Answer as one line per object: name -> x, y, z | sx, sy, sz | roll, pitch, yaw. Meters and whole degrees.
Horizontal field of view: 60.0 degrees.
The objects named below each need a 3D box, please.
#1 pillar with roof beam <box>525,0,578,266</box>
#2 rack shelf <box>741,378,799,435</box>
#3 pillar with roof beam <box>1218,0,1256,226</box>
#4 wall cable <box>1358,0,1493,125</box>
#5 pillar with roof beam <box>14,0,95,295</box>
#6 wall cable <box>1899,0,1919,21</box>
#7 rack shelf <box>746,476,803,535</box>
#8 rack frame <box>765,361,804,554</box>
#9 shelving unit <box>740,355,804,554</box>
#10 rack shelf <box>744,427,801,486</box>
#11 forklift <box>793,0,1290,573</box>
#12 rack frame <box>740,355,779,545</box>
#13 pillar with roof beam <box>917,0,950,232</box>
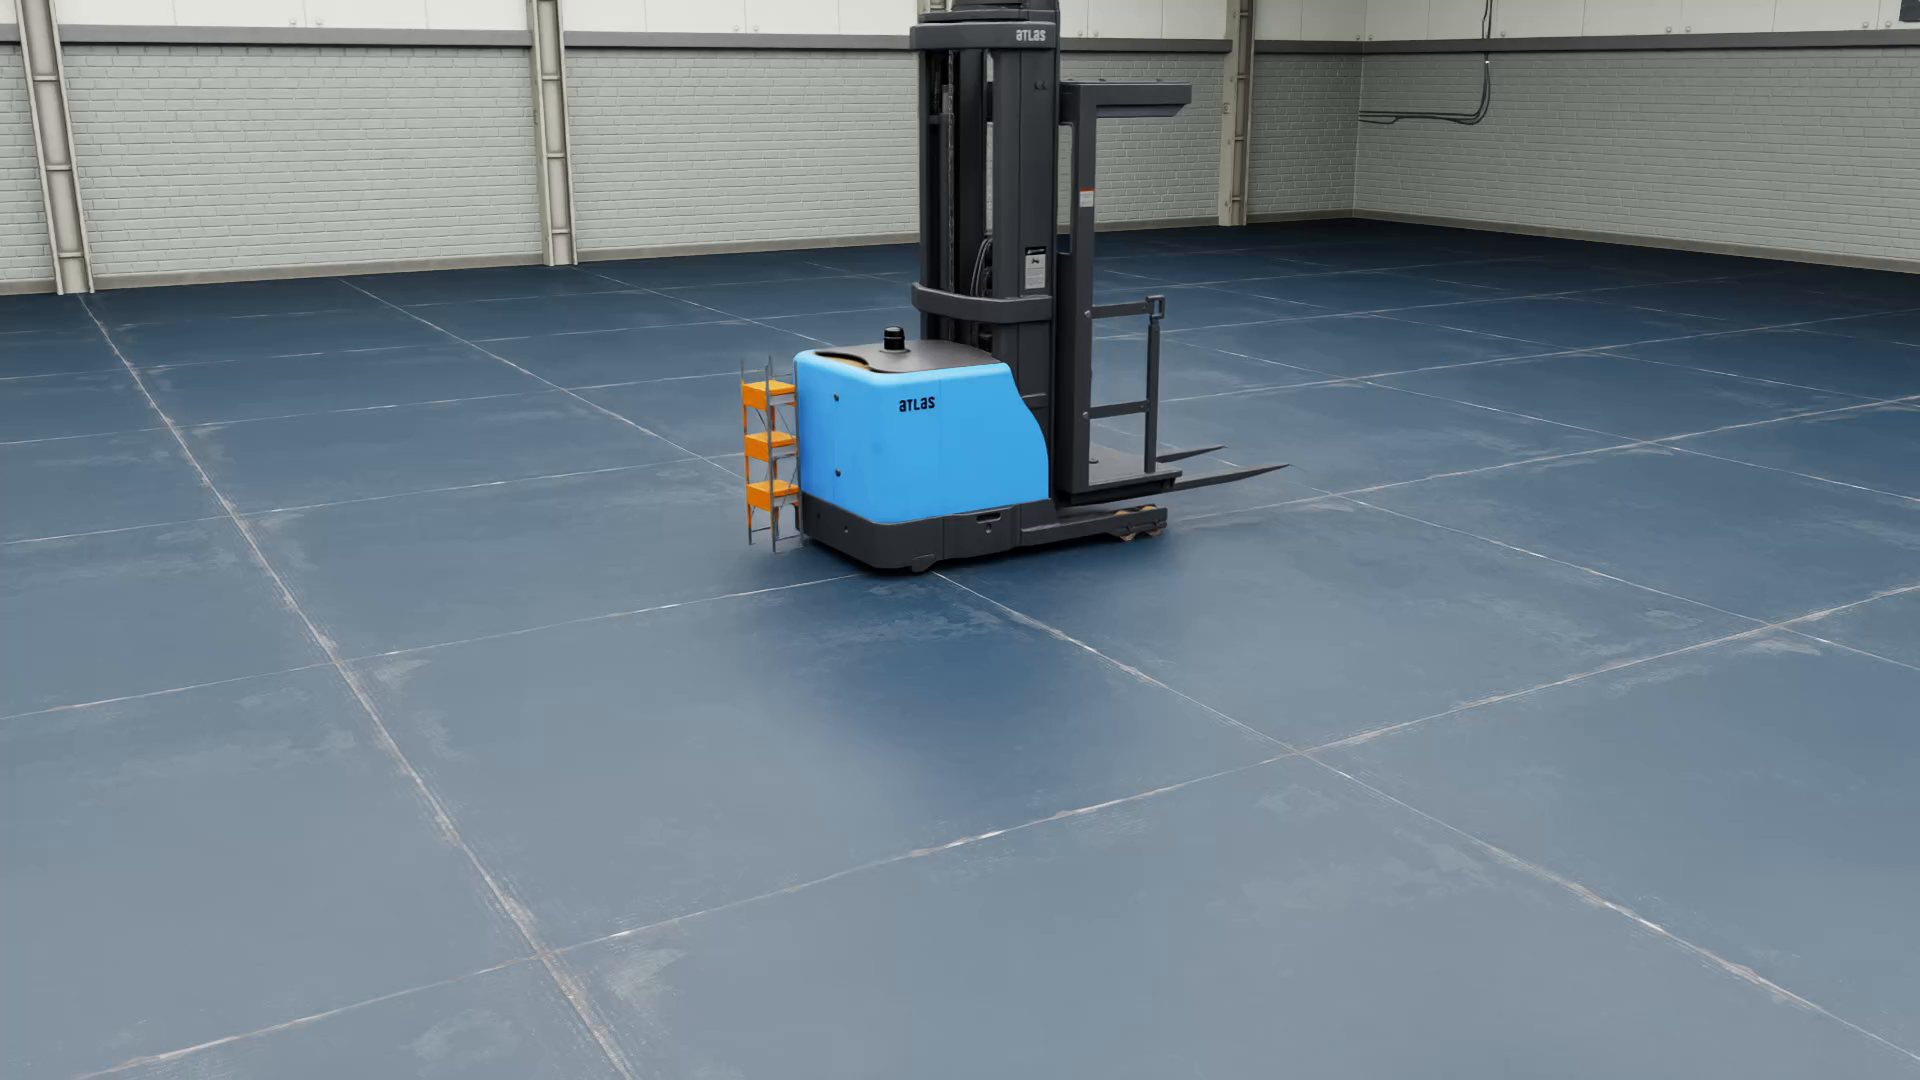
pillar with roof beam -> -3.325, -7.166, 18.301 | 0.400, 9.000, 9.100 | -9, 18, -30
rack shelf -> -1.033, -0.733, 9.062 | 0.215, 0.259, 0.240 | -13, 20, -37
pillar with roof beam -> 6.961, -8.834, 24.251 | 0.400, 9.000, 9.100 | -9, 18, -30
wall cable -> 7.950, -8.438, 28.593 | 0.112, 2.526, 3.097 | -9, 18, -30
pillar with roof beam -> -8.469, -6.332, 15.325 | 0.400, 9.000, 9.100 | -9, 18, -30
wall cable -> 12.826, -9.372, 19.871 | 0.169, 6.003, 2.305 | -9, 18, -30
rack shelf -> -1.029, -0.193, 9.217 | 0.215, 0.259, 0.240 | -13, 20, -37
rack frame -> -0.954, -0.445, 9.046 | 0.200, 1.050, 0.008 | -13, 20, -37
shelving unit -> -1.031, -0.470, 9.137 | 0.215, 1.050, 0.252 | -13, 20, -37
rack shelf -> -1.031, -0.460, 9.140 | 0.215, 0.259, 0.240 | -13, 20, -37
forklift -> 0.587, -1.521, 9.406 | 3.031, 2.935, 1.130 | -10, 18, -31
rack frame -> -1.108, -0.496, 9.228 | 0.200, 1.050, 0.008 | -13, 20, -37
pillar with roof beam -> 1.818, -8.000, 21.276 | 0.400, 9.000, 9.100 | -9, 18, -30
